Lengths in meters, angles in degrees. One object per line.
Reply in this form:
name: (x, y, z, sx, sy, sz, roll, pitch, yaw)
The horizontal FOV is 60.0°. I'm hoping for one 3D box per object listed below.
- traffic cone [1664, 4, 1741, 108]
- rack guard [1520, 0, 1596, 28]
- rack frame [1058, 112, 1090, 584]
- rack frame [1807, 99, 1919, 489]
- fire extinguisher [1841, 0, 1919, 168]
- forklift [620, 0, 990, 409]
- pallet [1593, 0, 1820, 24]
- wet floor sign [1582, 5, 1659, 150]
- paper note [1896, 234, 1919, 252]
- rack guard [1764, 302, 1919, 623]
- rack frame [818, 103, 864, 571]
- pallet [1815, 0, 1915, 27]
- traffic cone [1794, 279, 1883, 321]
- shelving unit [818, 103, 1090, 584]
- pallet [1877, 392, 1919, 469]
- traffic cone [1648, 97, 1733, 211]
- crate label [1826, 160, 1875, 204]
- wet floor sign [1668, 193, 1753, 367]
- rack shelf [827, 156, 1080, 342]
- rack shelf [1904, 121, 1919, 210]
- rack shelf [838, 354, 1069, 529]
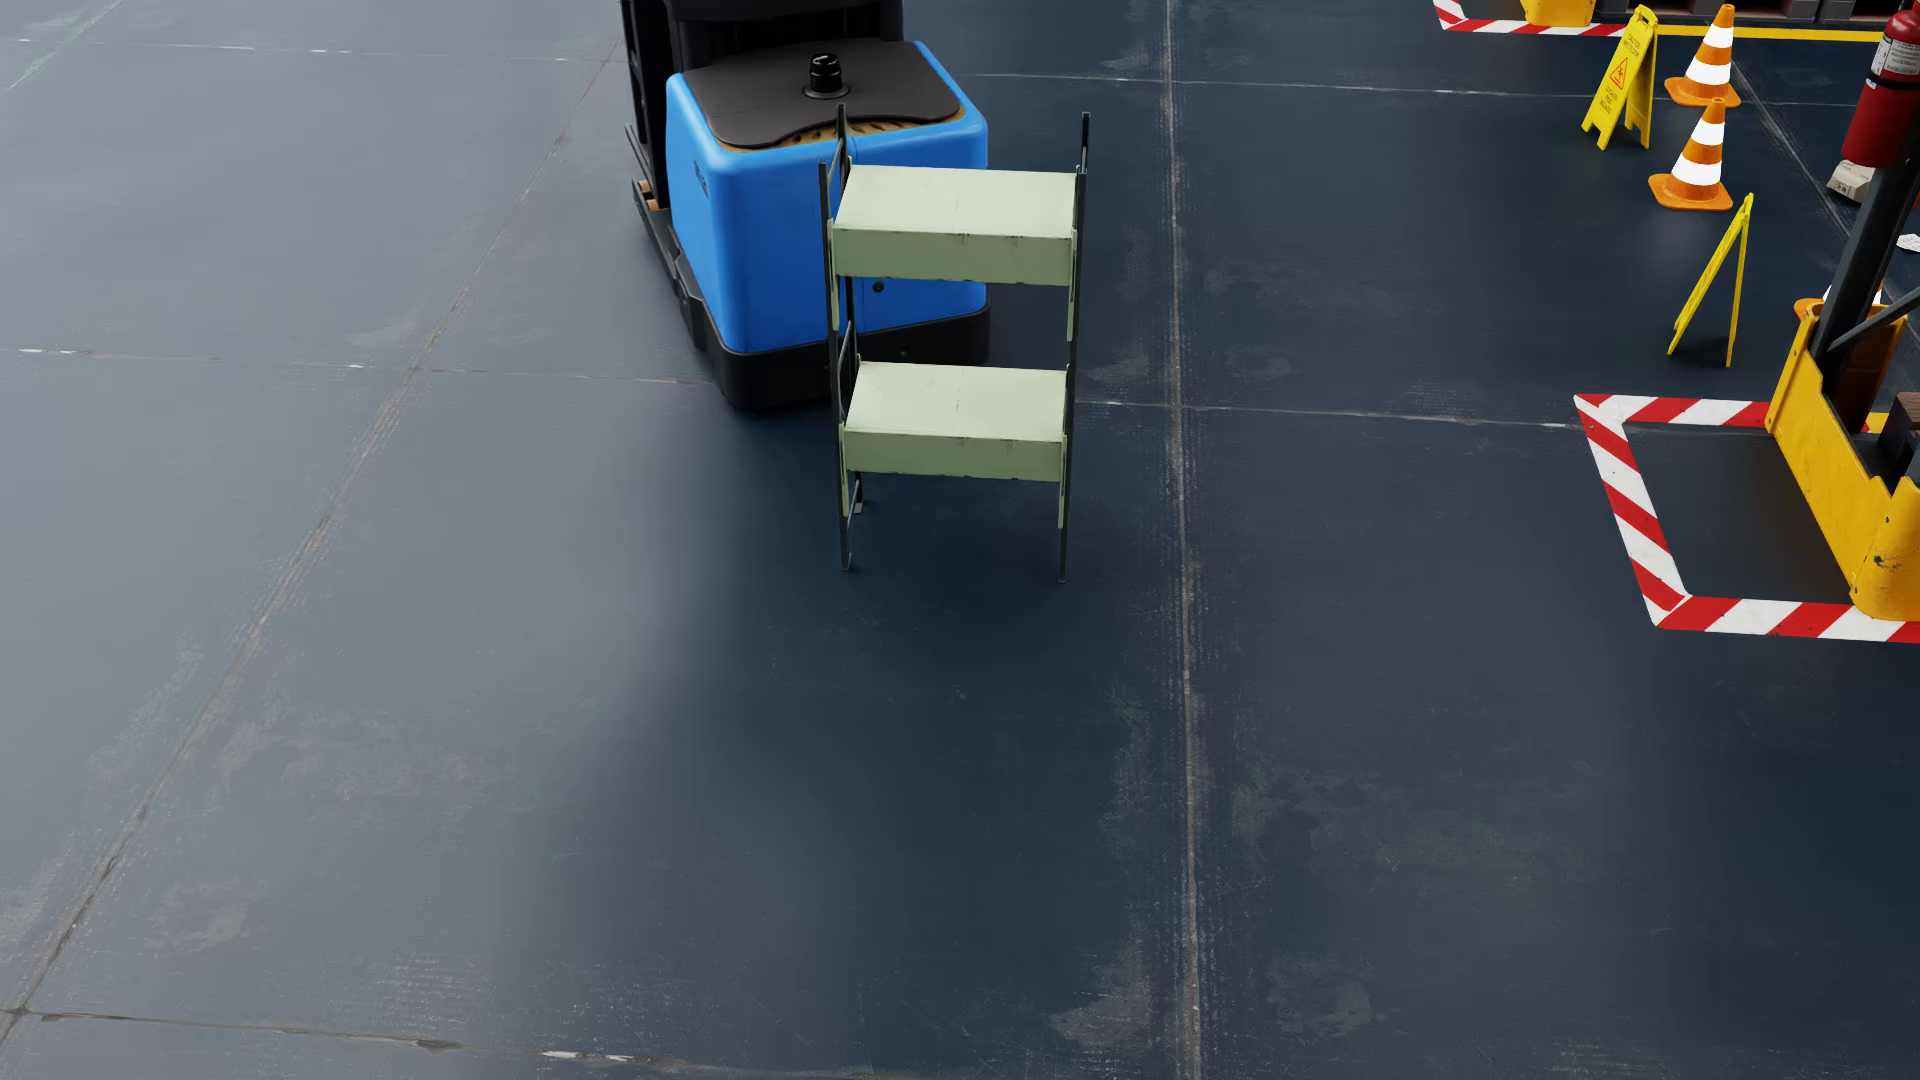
traffic cone: (3.827, -2.481, 8.431, 0.334, 0.463, 0.336, 3, 39, 4)
rack guard: (3.396, -3.419, 9.554, 0.348, 0.500, 1.175, 3, 39, 4)
rack frame: (0.358, -0.562, 5.252, 0.023, 1.500, 0.400, 3, 39, 4)
rack frame: (3.094, -1.268, 4.932, 0.127, 3.000, 1.000, 3, 39, 4)
fire extinguisher: (3.019, -1.534, 5.320, 0.183, 0.674, 0.296, 3, 39, 4)
forklift: (-0.845, -2.564, 6.579, 1.130, 2.935, 3.031, -12, 41, -15)
pallet: (4.223, -3.311, 9.650, 1.213, 0.211, 1.003, 3, 39, 4)
wet floor sign: (3.220, -2.230, 7.978, 0.232, 0.644, 0.267, -3, 39, -4)
paper note: (4.207, -1.317, 7.344, 0.142, 0.019, 0.148, -10, 40, -12)
rack guard: (3.169, -0.294, 5.716, 0.348, 0.500, 1.175, 3, 39, 4)
rack frame: (-0.371, -0.602, 5.301, 0.023, 1.500, 0.400, 3, 39, 4)
pallet: (5.436, -3.243, 9.567, 1.213, 0.211, 1.003, 3, 39, 4)
traffic cone: (3.633, -1.072, 6.701, 0.334, 0.463, 0.336, 3, 39, 4)
shelving unit: (-0.007, -0.582, 5.277, 0.755, 1.500, 0.431, 3, 39, 4)
pallet: (3.976, -0.116, 5.725, 1.213, 0.211, 1.003, 3, 39, 4)
traffic cone: (3.390, -1.789, 7.581, 0.334, 0.463, 0.336, 3, 39, 4)
crate label: (4.179, -1.658, 7.679, 0.298, 0.136, 0.250, -16, 42, -19)
wet floor sign: (2.997, -1.038, 6.514, 0.232, 0.644, 0.267, 16, 42, 19)
rack shelf: (-0.007, -0.885, 5.031, 0.720, 0.370, 0.431, 3, 39, 4)
rack shelf: (5.086, -0.880, 5.025, 4.000, 0.370, 1.077, 3, 39, 4)
rack shelf: (-0.007, -0.329, 5.483, 0.720, 0.370, 0.431, 3, 39, 4)
